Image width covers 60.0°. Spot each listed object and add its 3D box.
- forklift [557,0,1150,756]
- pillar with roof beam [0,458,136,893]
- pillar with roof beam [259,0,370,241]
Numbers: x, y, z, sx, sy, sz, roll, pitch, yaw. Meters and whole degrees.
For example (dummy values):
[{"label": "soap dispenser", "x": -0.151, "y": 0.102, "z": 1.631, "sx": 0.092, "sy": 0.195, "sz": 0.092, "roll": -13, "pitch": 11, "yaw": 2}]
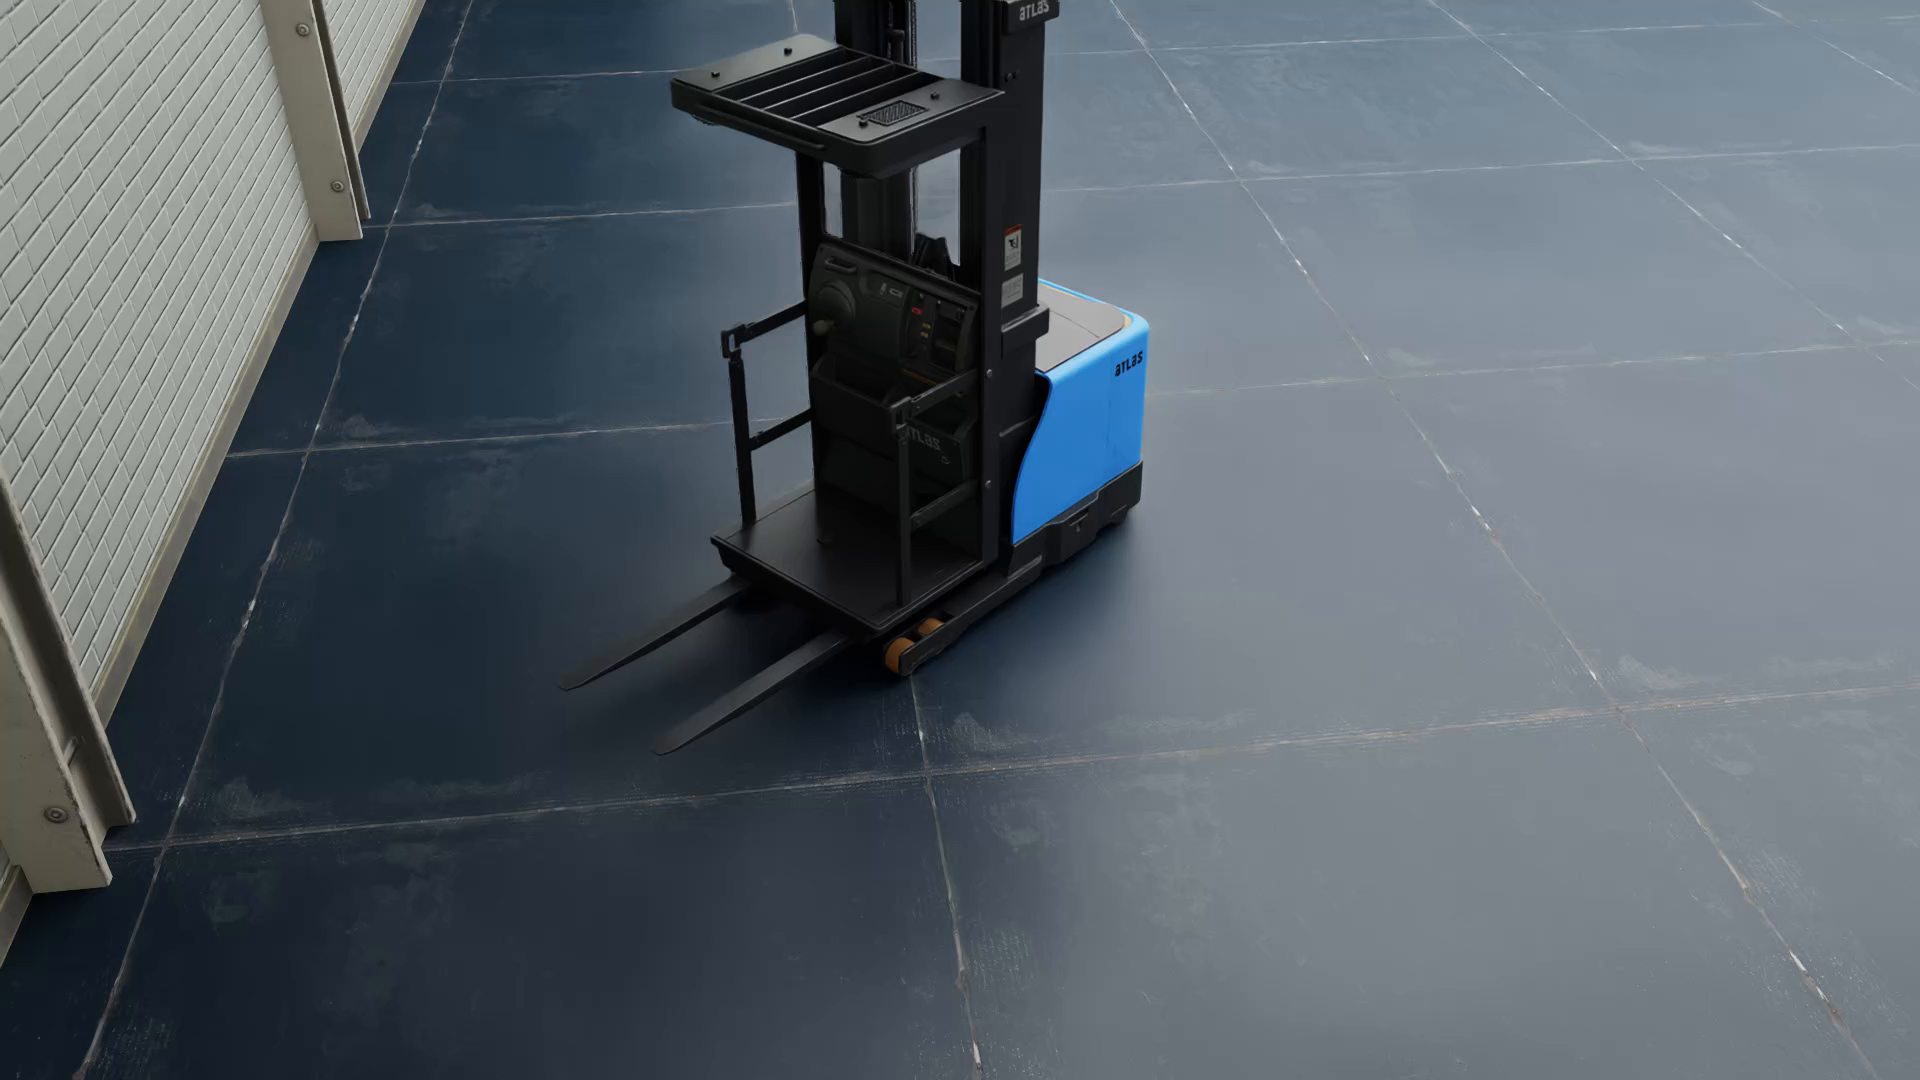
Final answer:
[{"label": "forklift", "x": -0.437, "y": -0.934, "z": 7.018, "sx": 1.130, "sy": 2.935, "sz": 3.031, "roll": 27, "pitch": 42, "yaw": 33}, {"label": "pillar with roof beam", "x": 0.851, "y": -2.828, "z": 4.409, "sx": 9.100, "sy": 9.000, "sz": 0.400, "roll": -4, "pitch": 35, "yaw": -6}, {"label": "pillar with roof beam", "x": 0.044, "y": -6.176, "z": 9.322, "sx": 9.100, "sy": 9.000, "sz": 0.400, "roll": -4, "pitch": 35, "yaw": -6}]
